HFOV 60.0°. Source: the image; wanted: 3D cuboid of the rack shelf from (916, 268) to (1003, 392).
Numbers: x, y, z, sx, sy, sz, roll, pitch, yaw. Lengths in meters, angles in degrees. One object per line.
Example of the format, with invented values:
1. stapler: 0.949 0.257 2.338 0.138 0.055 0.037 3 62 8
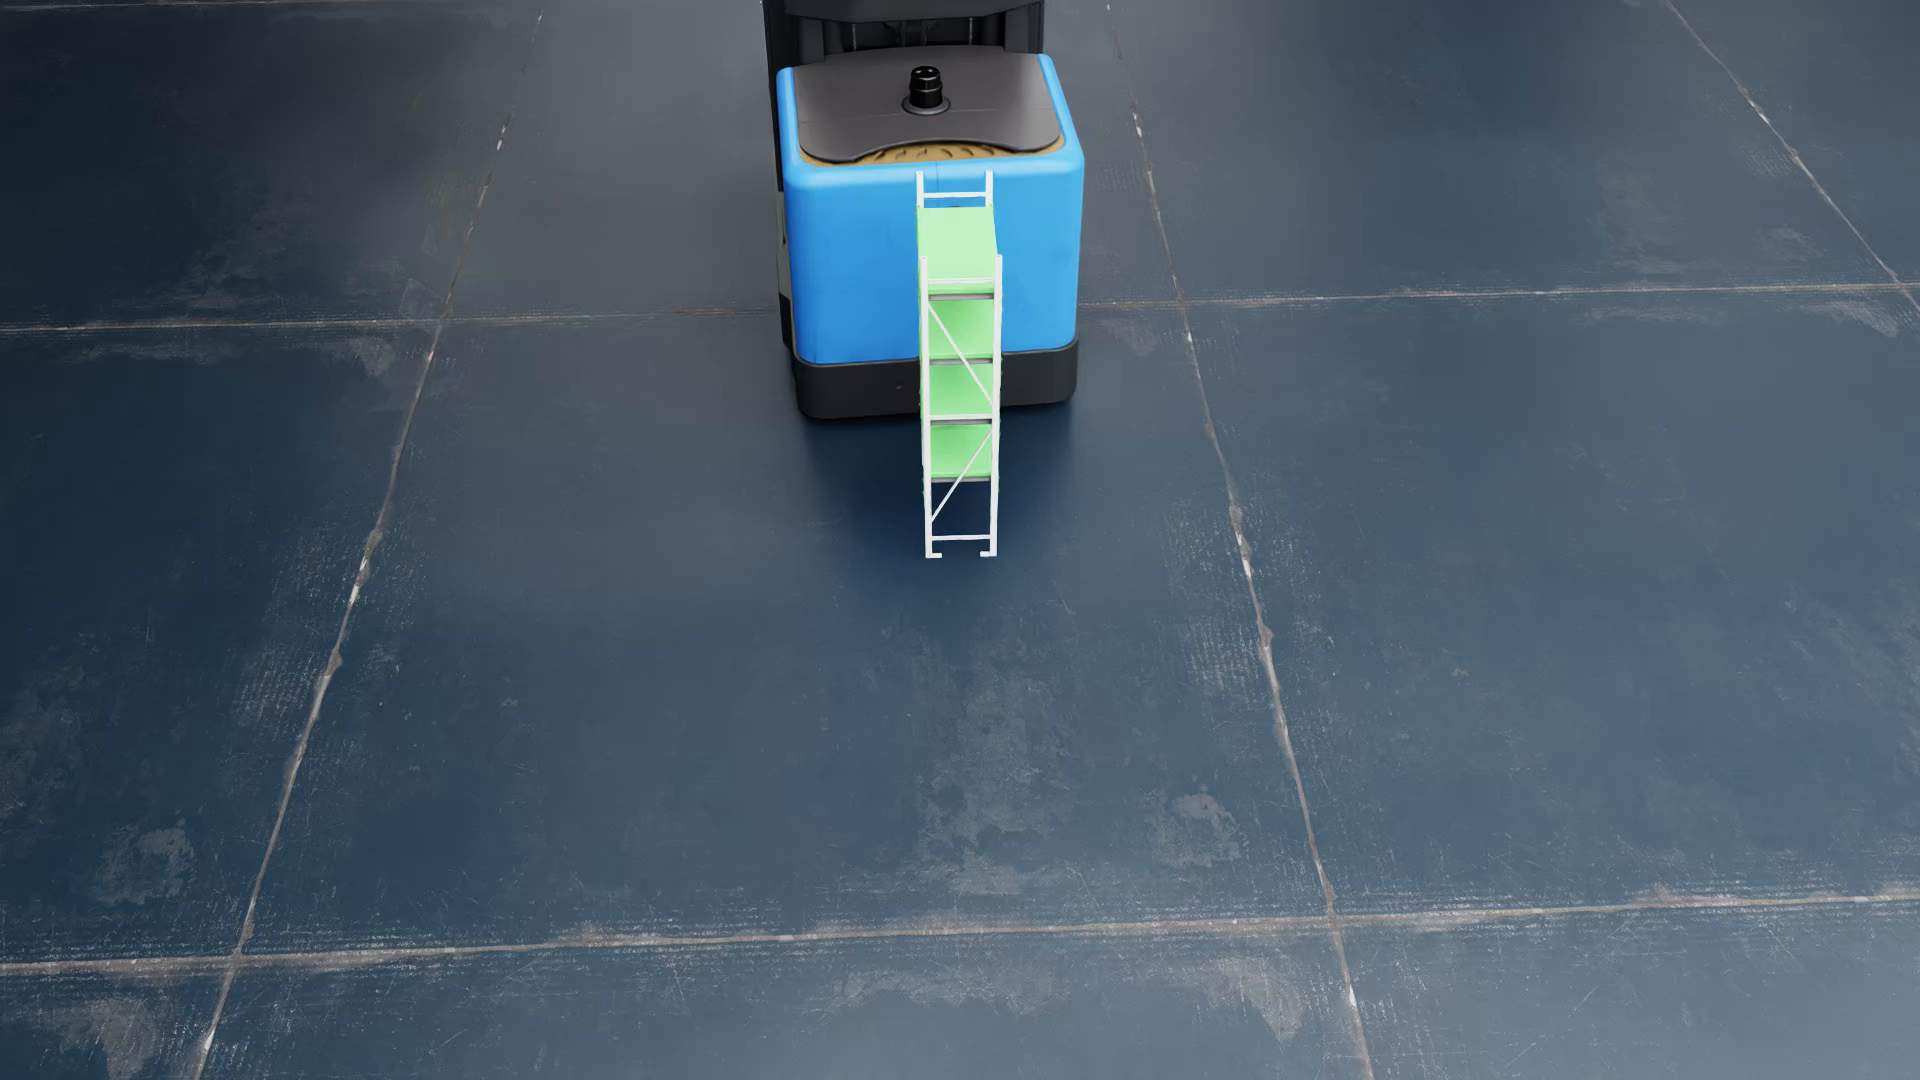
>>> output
1. rack shelf: -0.007 -0.684 5.347 0.258 0.148 0.480 -2 43 -2

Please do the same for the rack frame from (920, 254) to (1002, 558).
1. rack frame: 0.003 -0.389 5.287 0.240 1.200 0.015 -2 43 -2

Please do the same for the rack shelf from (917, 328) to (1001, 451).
1. rack shelf: -0.007 -0.507 5.510 0.258 0.148 0.480 -2 43 -2

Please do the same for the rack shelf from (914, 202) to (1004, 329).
1. rack shelf: -0.007 -0.861 5.185 0.258 0.148 0.480 -2 43 -2

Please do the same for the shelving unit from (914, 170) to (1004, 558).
1. shelving unit: -0.007 -0.554 5.466 0.258 1.200 0.503 -2 43 -2

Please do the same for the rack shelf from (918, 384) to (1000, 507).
1. rack shelf: -0.007 -0.330 5.672 0.258 0.148 0.480 -2 43 -2

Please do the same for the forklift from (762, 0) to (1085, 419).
1. forklift: -0.244 -2.522 6.332 1.130 2.935 3.031 -4 43 -5

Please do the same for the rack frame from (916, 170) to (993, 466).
1. rack frame: -0.017 -0.719 5.646 0.240 1.200 0.015 -2 43 -2
